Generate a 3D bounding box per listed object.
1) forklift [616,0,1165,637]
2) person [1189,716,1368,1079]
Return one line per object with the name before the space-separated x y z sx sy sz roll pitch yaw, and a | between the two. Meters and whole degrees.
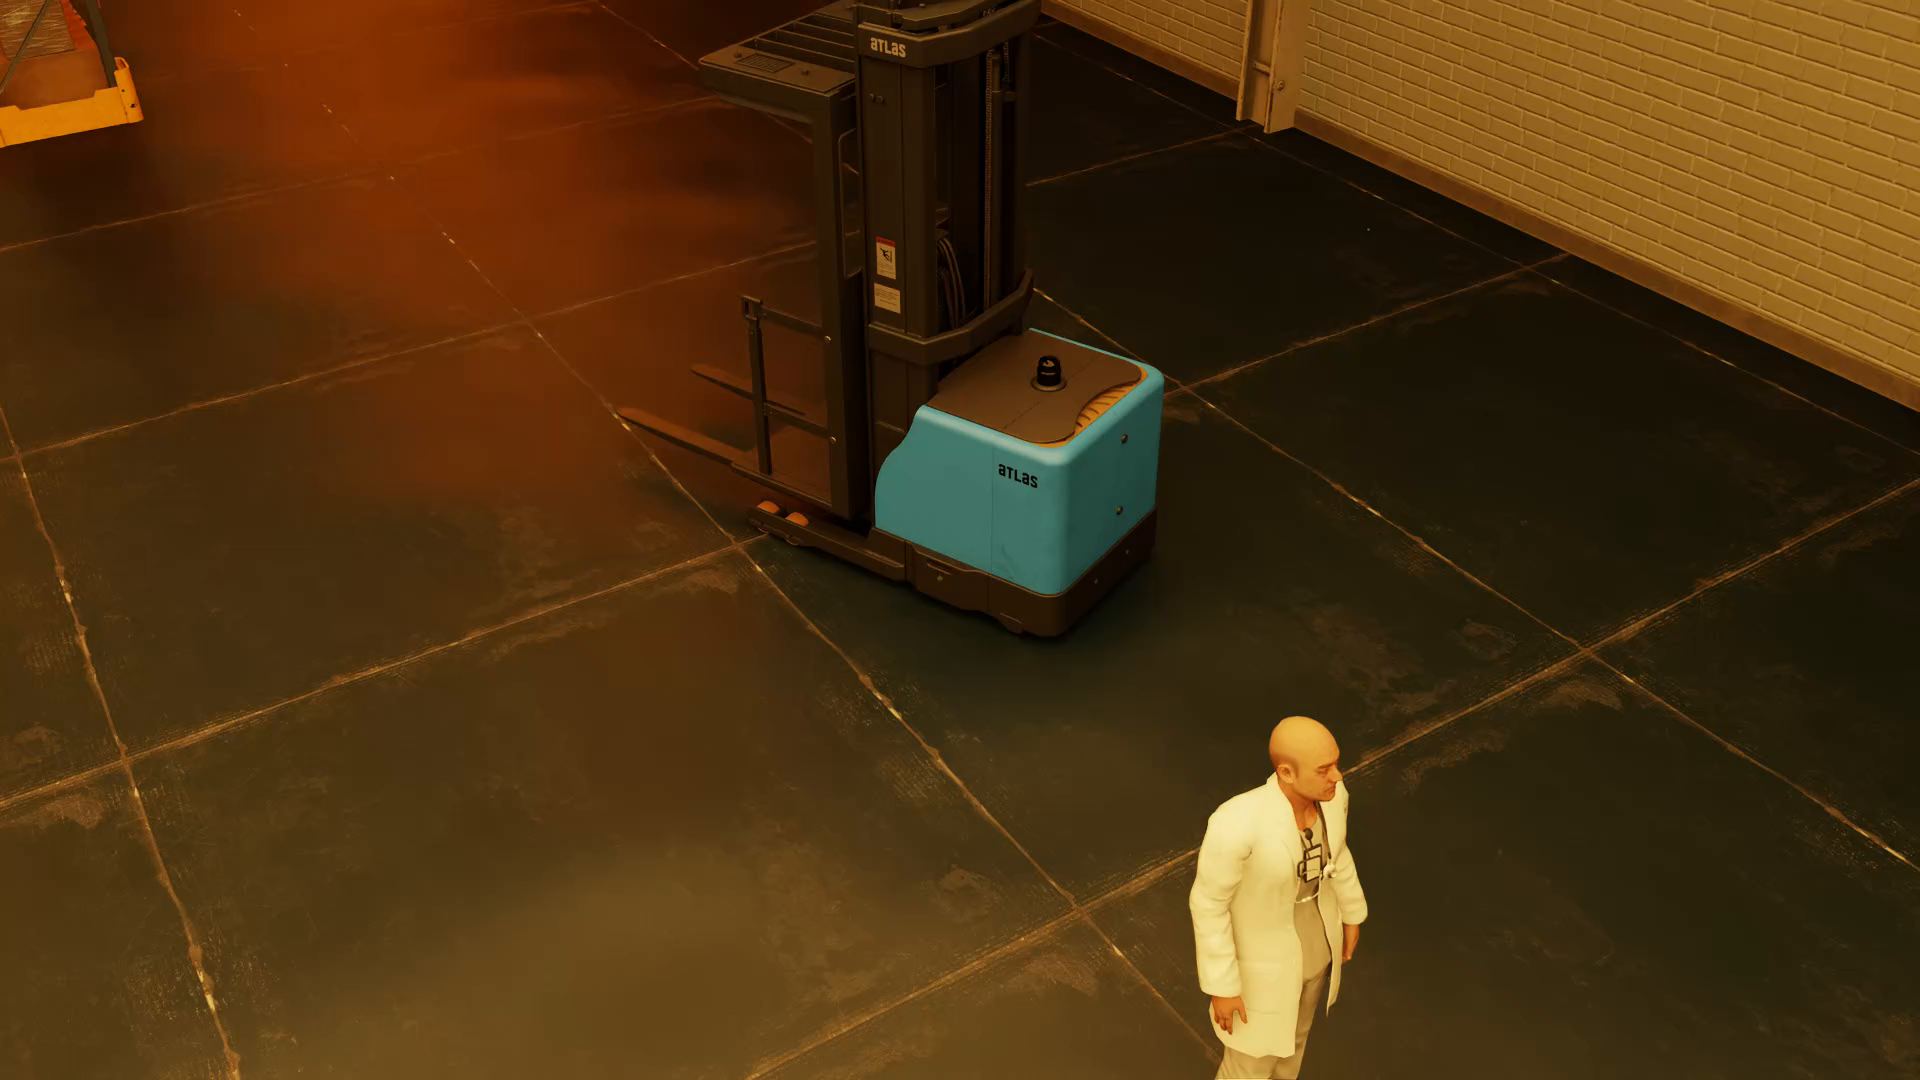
forklift | -0.500 -1.399 8.138 3.031 2.935 1.130 22 41 28
person | 1.069 1.349 5.218 0.695 1.776 0.582 -24 41 -30
